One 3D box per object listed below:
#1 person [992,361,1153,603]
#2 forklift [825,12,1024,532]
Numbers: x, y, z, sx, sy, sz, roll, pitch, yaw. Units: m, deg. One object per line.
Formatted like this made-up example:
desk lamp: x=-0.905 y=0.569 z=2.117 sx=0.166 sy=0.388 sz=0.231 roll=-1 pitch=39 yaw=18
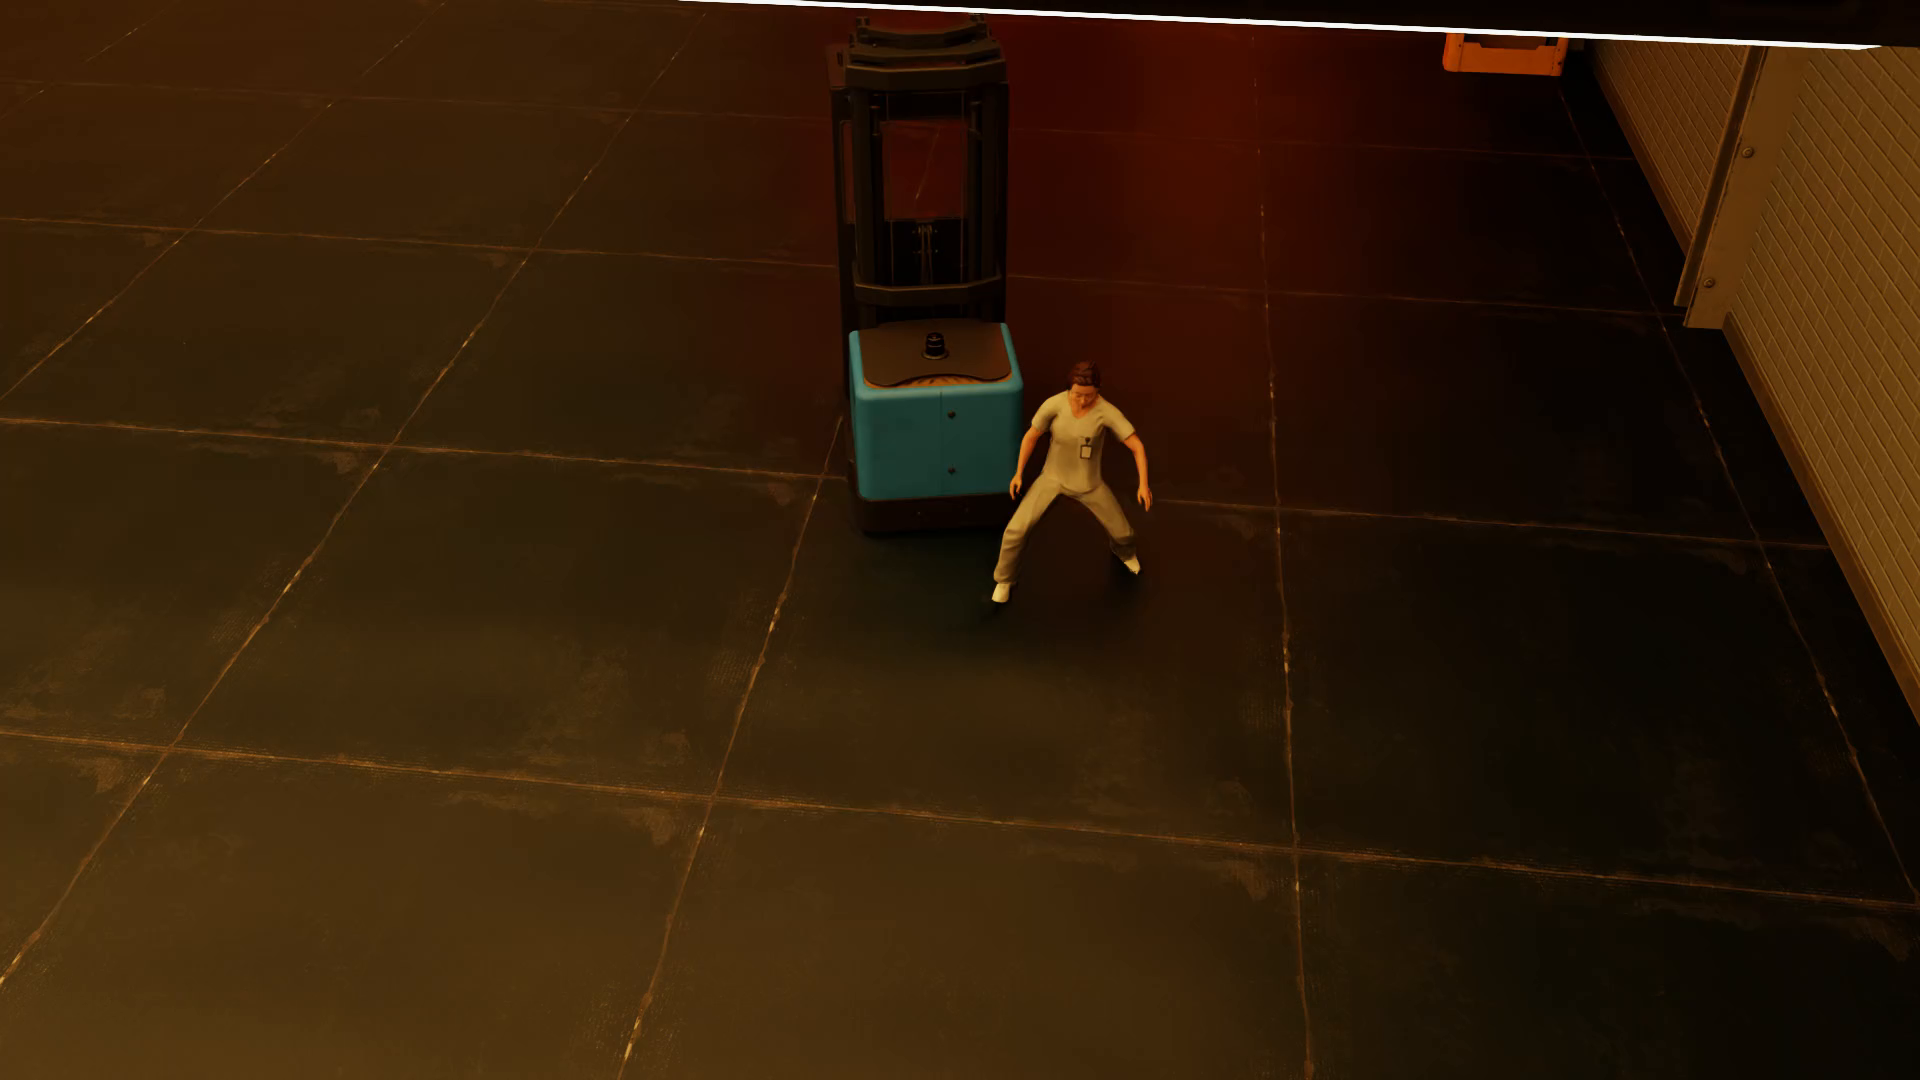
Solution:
person: x=0.692 y=-0.339 z=9.729 sx=0.907 sy=1.539 sz=0.806 roll=7 pitch=37 yaw=9
forklift: x=-0.272 y=-2.091 z=10.866 sx=1.130 sy=2.935 sz=3.031 roll=-4 pitch=37 yaw=-5
